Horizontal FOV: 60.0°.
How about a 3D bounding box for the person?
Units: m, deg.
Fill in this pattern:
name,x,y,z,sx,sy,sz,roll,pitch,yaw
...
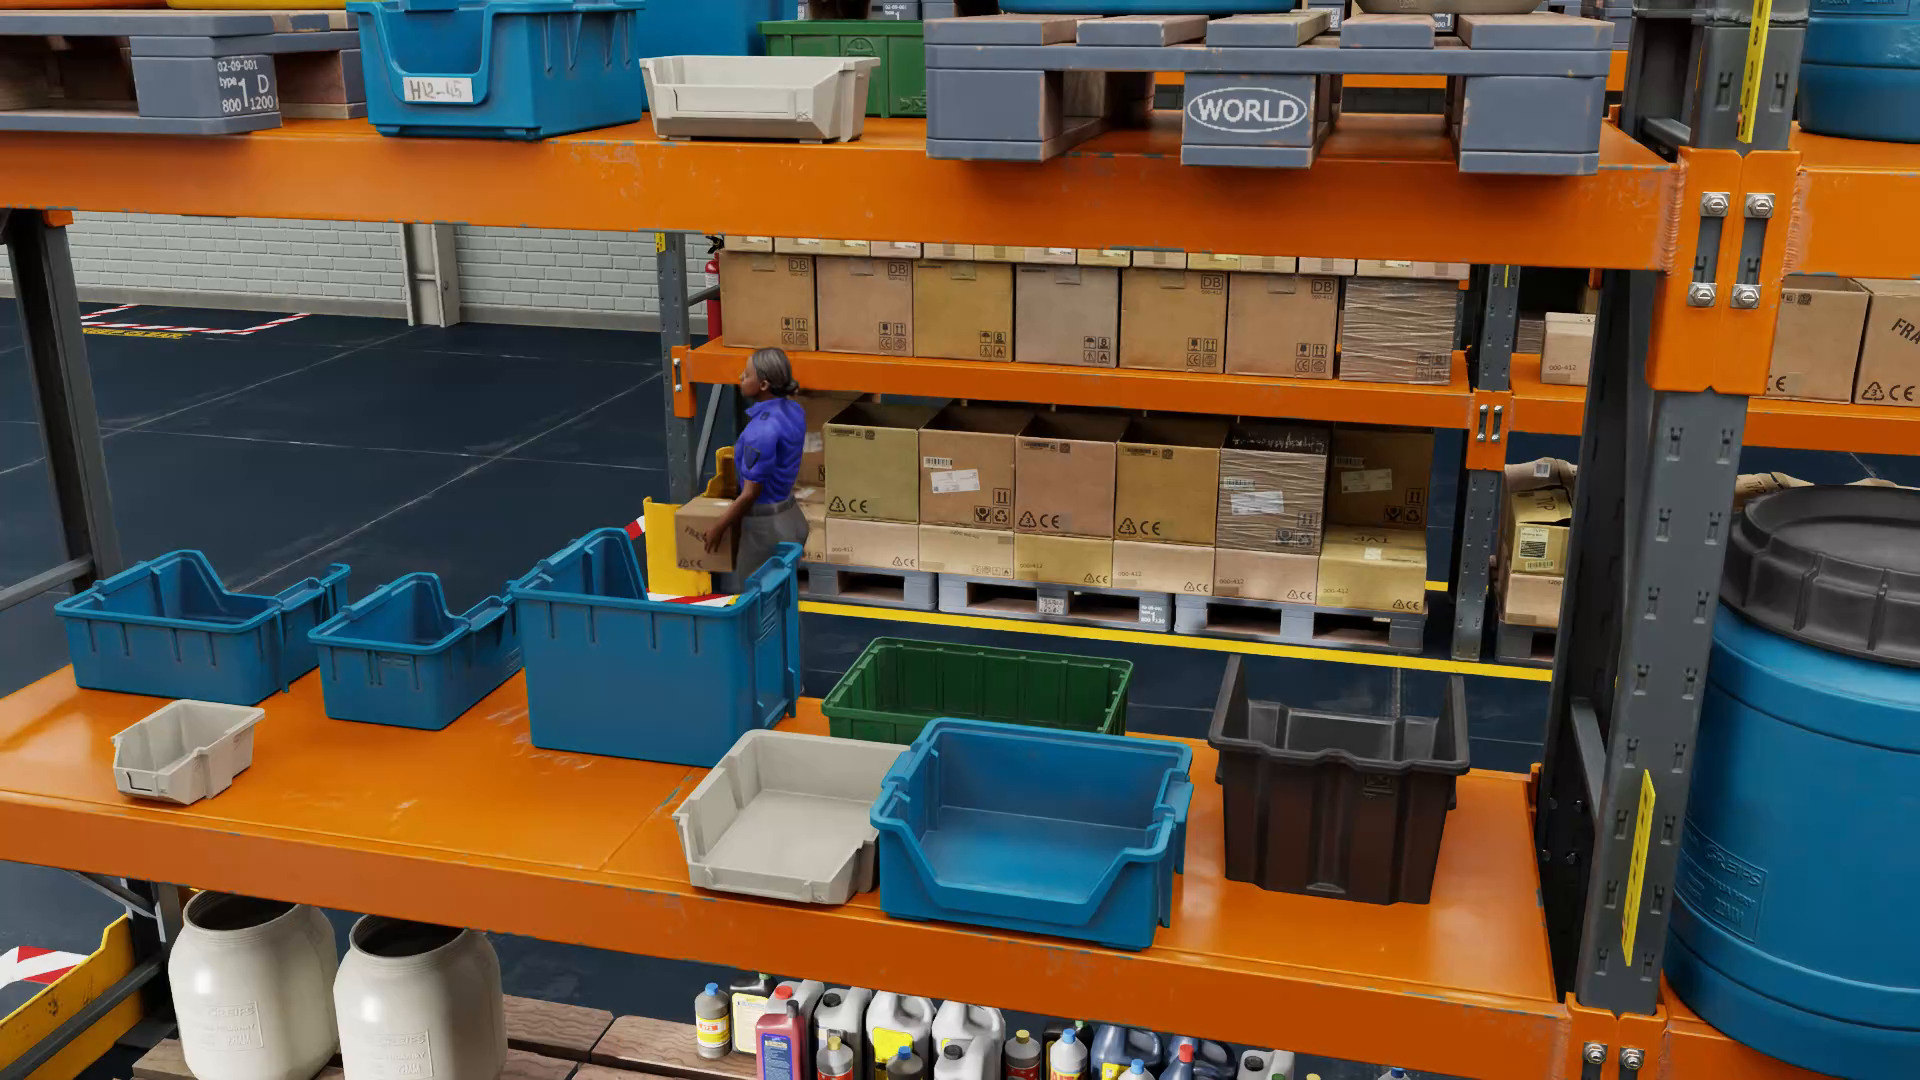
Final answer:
name,x,y,z,sx,sy,sz,roll,pitch,yaw
person,-0.865,-0.022,7.144,0.414,1.655,0.535,4,19,13
